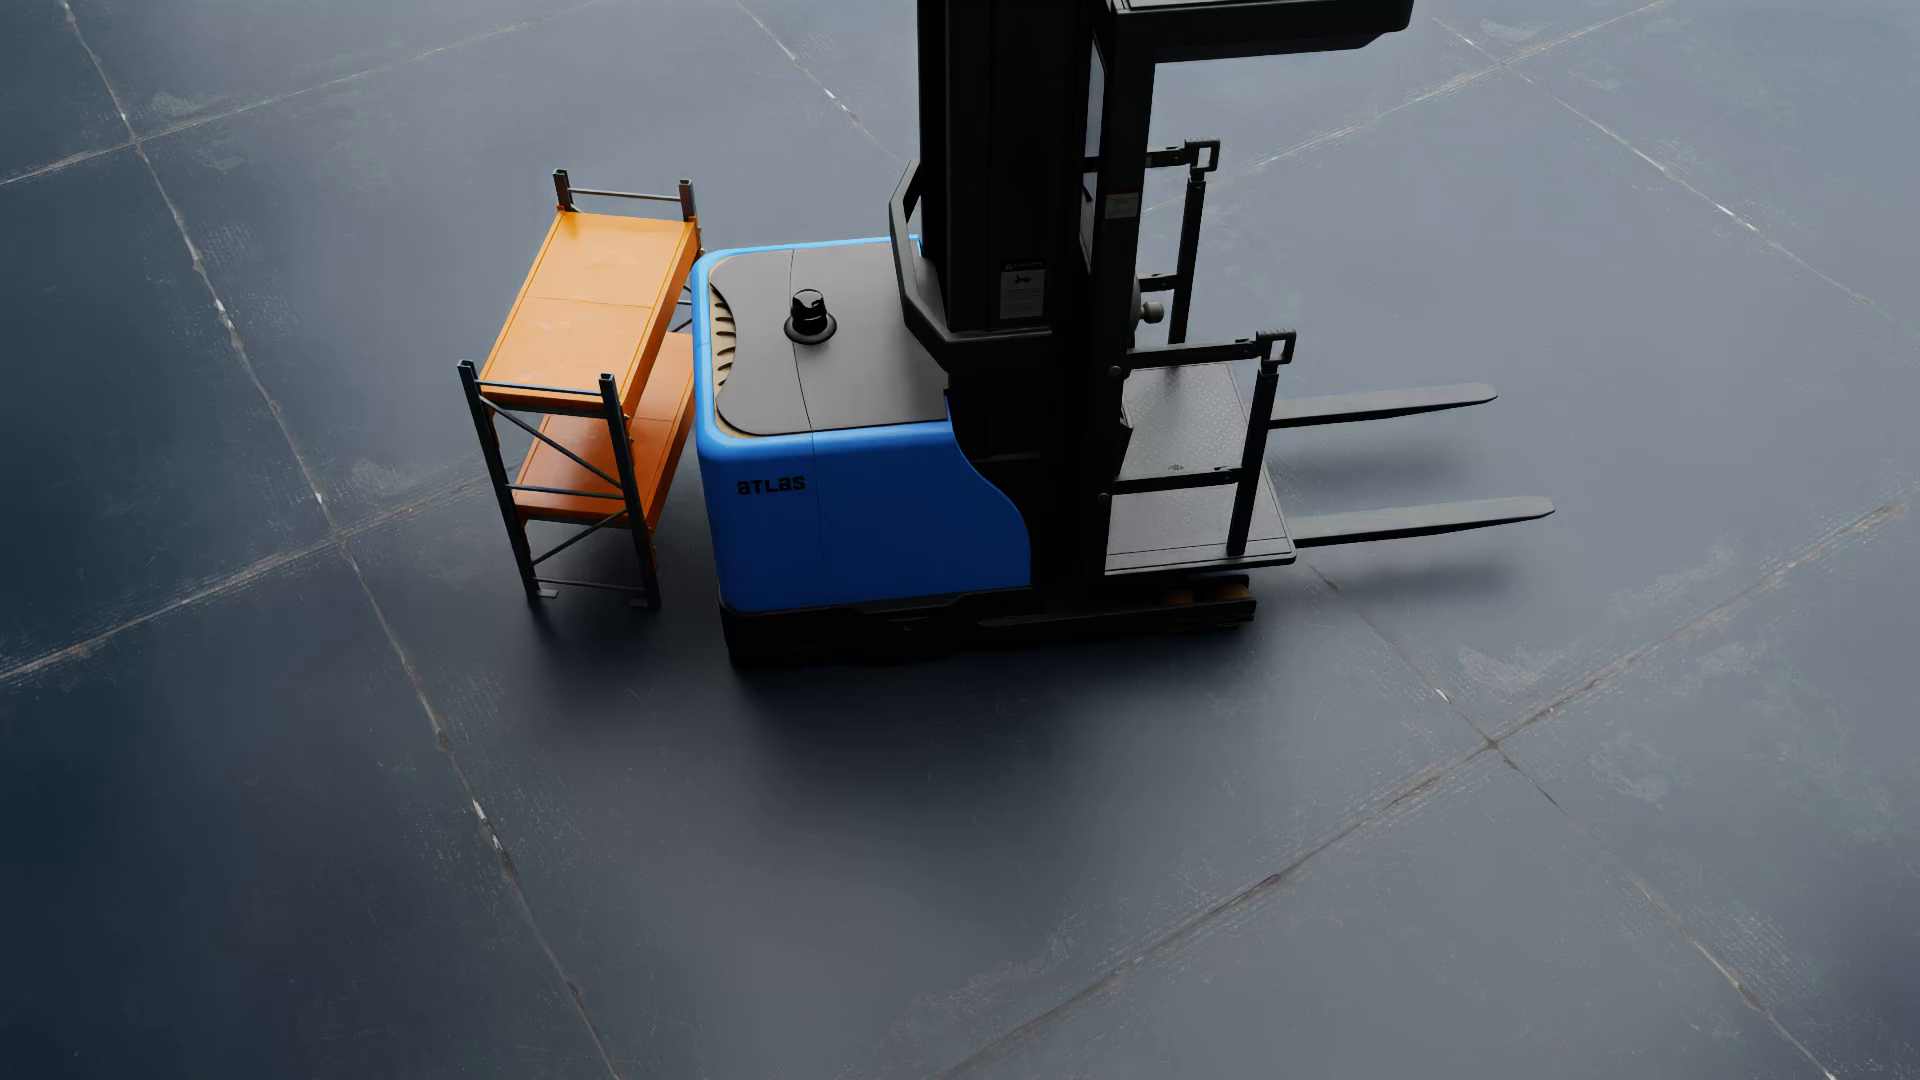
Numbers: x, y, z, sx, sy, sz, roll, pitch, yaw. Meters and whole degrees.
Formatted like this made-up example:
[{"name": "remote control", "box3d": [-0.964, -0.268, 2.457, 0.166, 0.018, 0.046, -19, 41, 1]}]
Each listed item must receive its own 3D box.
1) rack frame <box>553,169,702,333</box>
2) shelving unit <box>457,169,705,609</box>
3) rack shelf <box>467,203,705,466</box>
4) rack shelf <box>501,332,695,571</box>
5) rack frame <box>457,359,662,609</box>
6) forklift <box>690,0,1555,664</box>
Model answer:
[{"name": "rack frame", "box3d": [-1.197, -0.913, 6.309, 0.500, 1.125, 0.032, 6, 49, 5]}, {"name": "shelving unit", "box3d": [-1.265, -0.536, 5.974, 0.538, 1.125, 1.048, 6, 49, 5]}, {"name": "rack shelf", "box3d": [-1.265, -0.731, 5.756, 0.538, 0.278, 1.000, 6, 49, 5]}, {"name": "rack shelf", "box3d": [-1.265, -0.374, 6.157, 0.538, 0.278, 1.000, 6, 49, 5]}, {"name": "rack frame", "box3d": [-1.334, -0.160, 5.639, 0.500, 1.125, 0.032, 6, 49, 5]}, {"name": "forklift", "box3d": [0.622, -1.035, 5.209, 3.031, 2.935, 1.130, -6, 49, -5]}]
